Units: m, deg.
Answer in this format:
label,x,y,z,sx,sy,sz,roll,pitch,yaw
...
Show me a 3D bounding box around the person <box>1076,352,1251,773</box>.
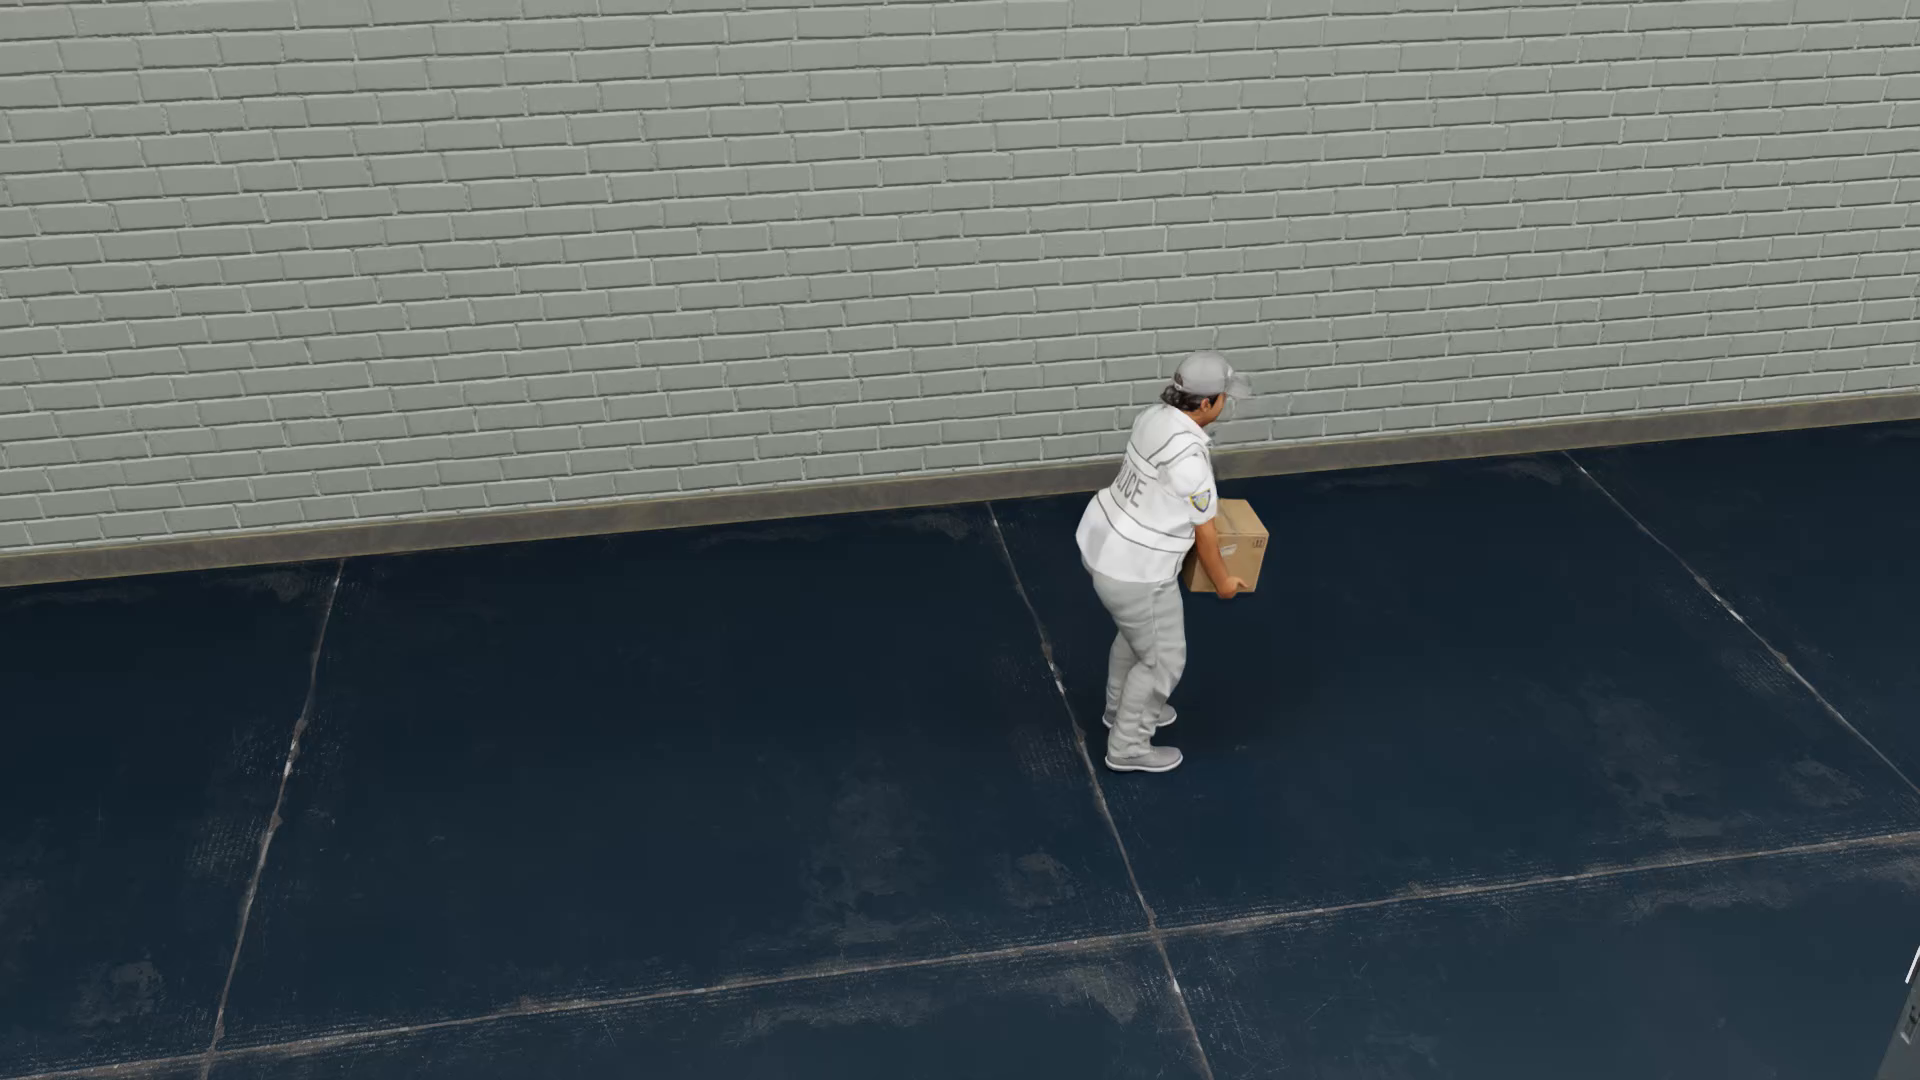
label,x,y,z,sx,sy,sz,roll,pitch,yaw
person,0.723,0.081,6.044,0.592,1.623,0.452,-6,31,-10
